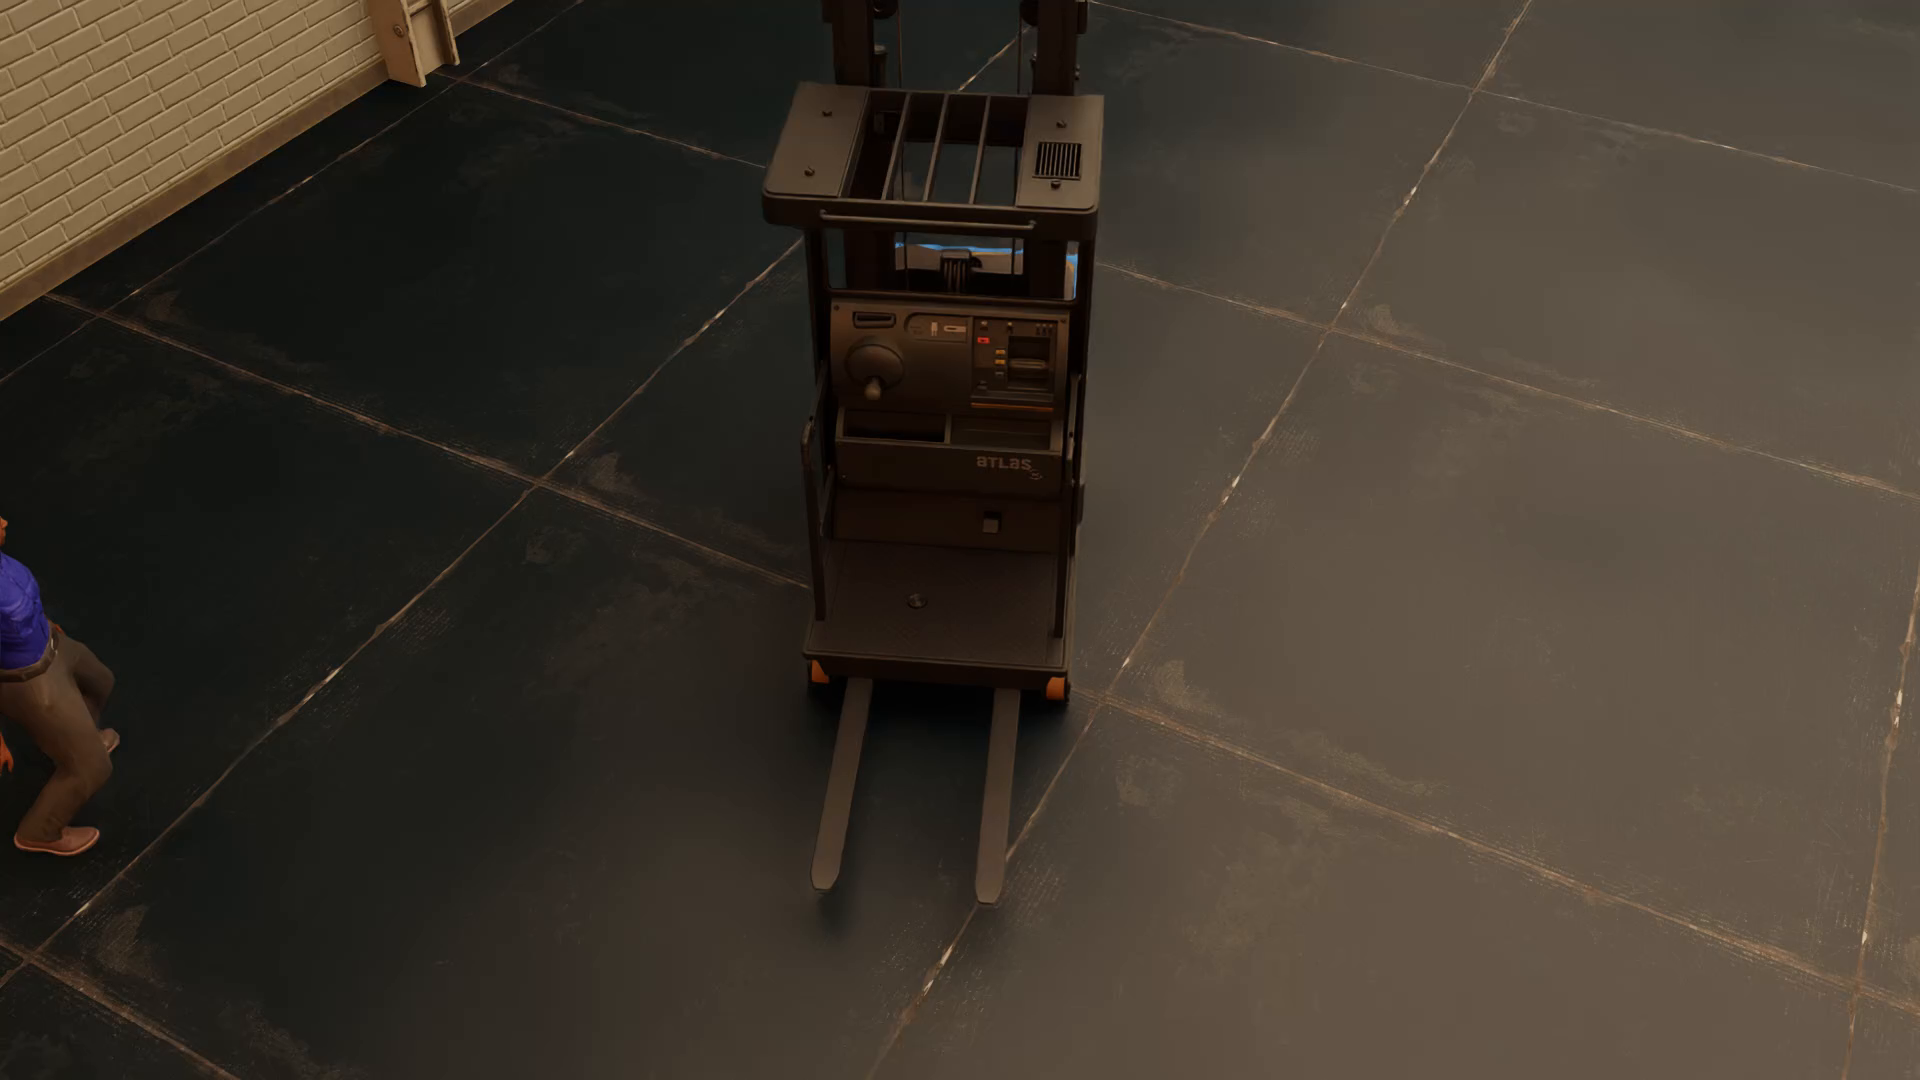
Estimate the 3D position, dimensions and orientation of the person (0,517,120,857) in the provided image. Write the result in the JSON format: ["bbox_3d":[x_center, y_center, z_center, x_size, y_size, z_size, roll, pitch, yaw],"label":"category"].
[{"bbox_3d":[-3.474,0.513,6.103,0.461,1.582,0.815,-12,45,-12],"label":"person"}]

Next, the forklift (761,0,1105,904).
[{"bbox_3d":[-0.061,-0.634,6.327,1.130,2.935,3.031,4,43,4],"label":"forklift"}]
